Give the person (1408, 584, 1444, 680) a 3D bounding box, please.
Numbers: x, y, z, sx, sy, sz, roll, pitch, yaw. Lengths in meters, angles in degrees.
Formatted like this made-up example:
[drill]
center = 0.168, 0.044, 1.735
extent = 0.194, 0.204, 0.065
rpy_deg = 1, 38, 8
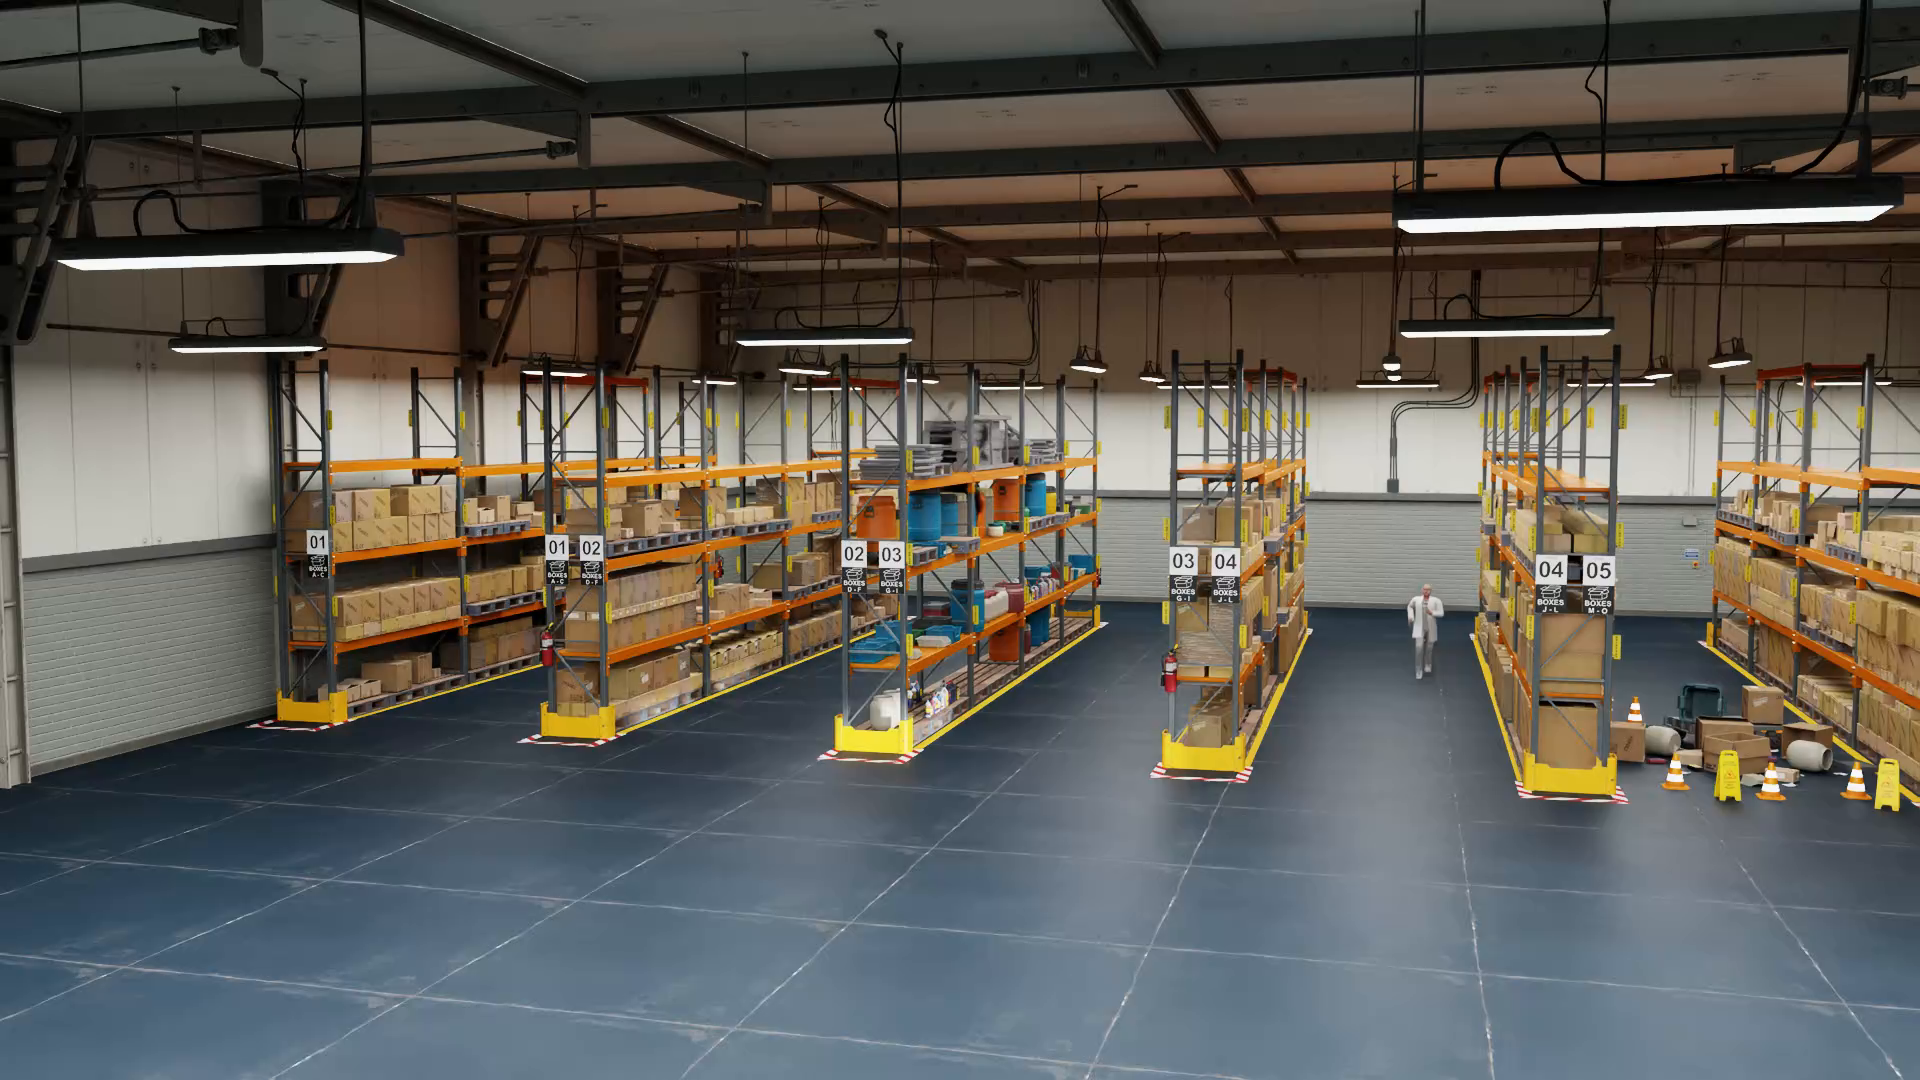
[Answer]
[person]
center = 9.094, 1.771, 32.492
extent = 0.679, 1.839, 0.894
rpy_deg = 1, 4, 15
